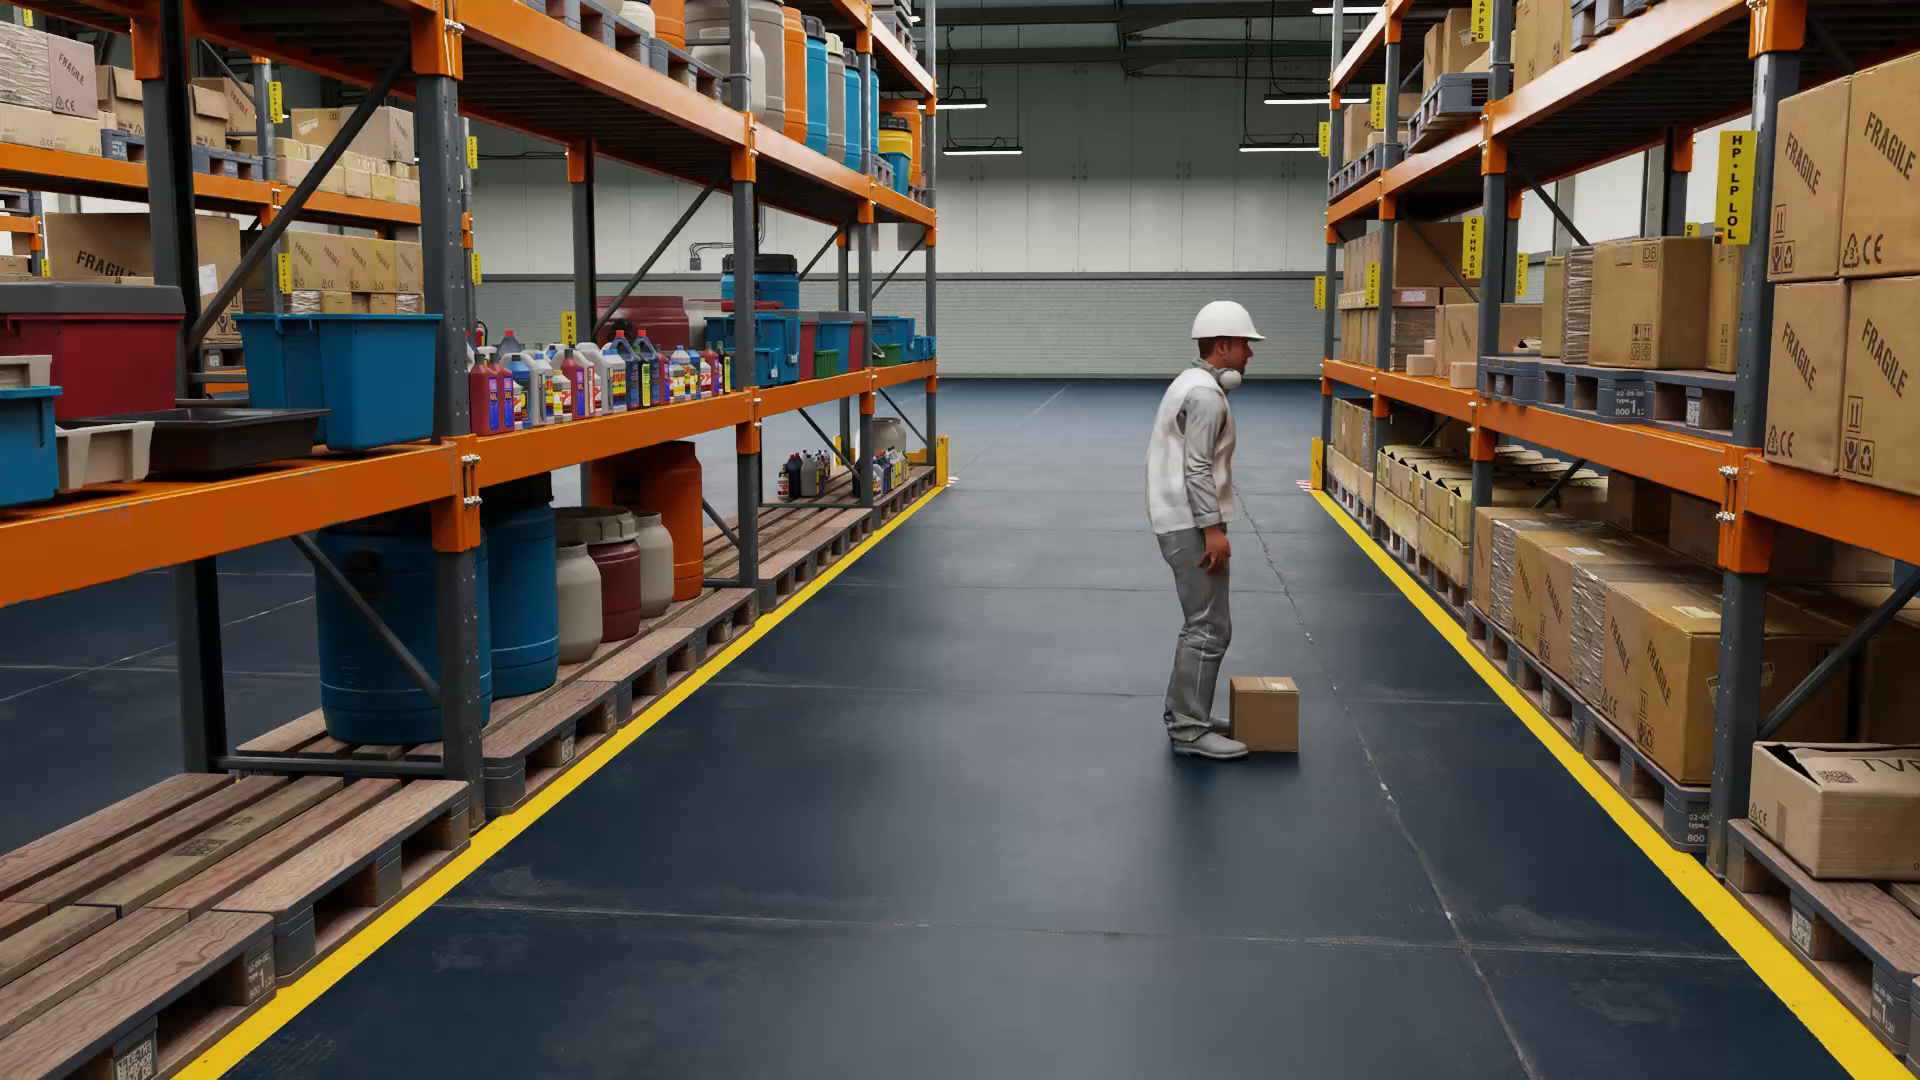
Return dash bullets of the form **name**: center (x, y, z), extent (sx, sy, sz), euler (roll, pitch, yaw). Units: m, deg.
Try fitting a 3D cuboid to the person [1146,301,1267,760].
- **person**: center (0.970, -0.056, 6.618), extent (0.466, 1.771, 0.585), euler (1, 8, 5)
